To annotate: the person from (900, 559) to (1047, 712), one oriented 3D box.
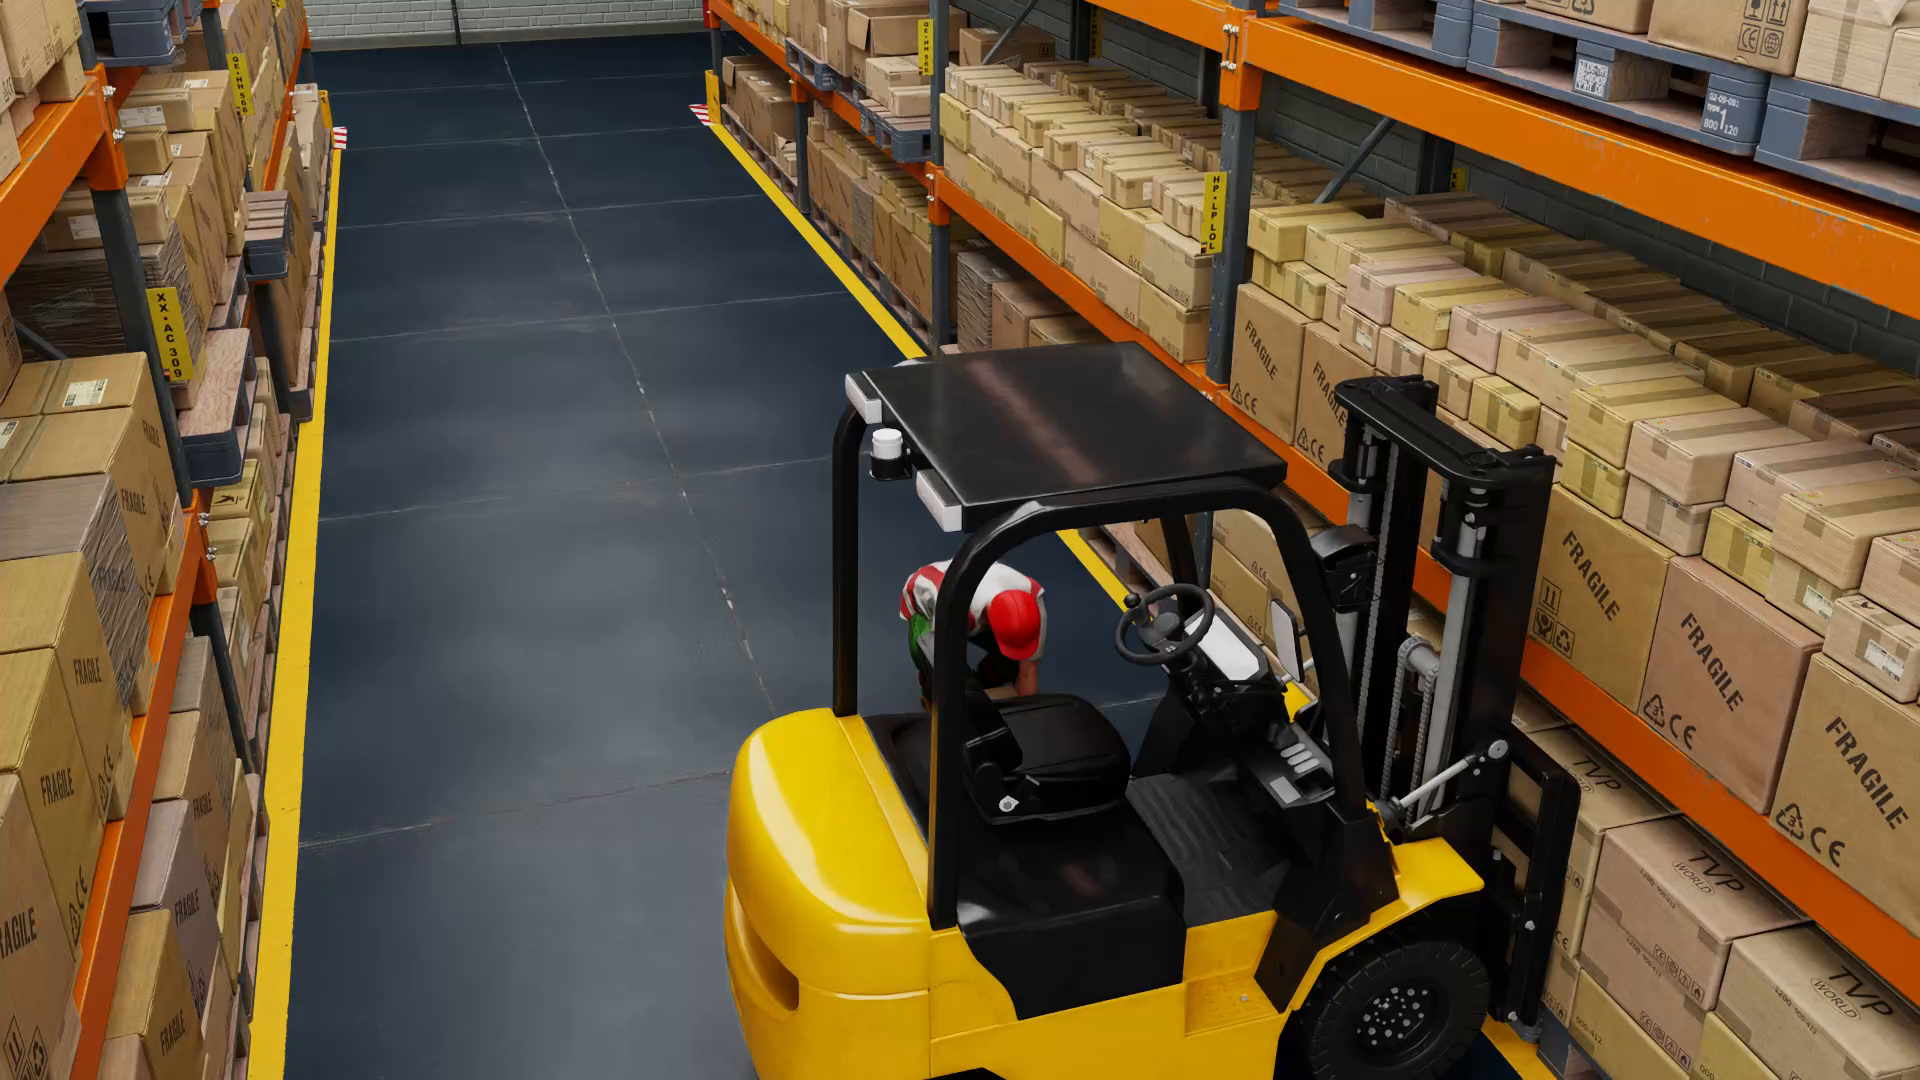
[{"bbox_3d":[0.064,0.457,6.886,0.540,0.876,0.915,-8,27,-16],"label":"person"}]
